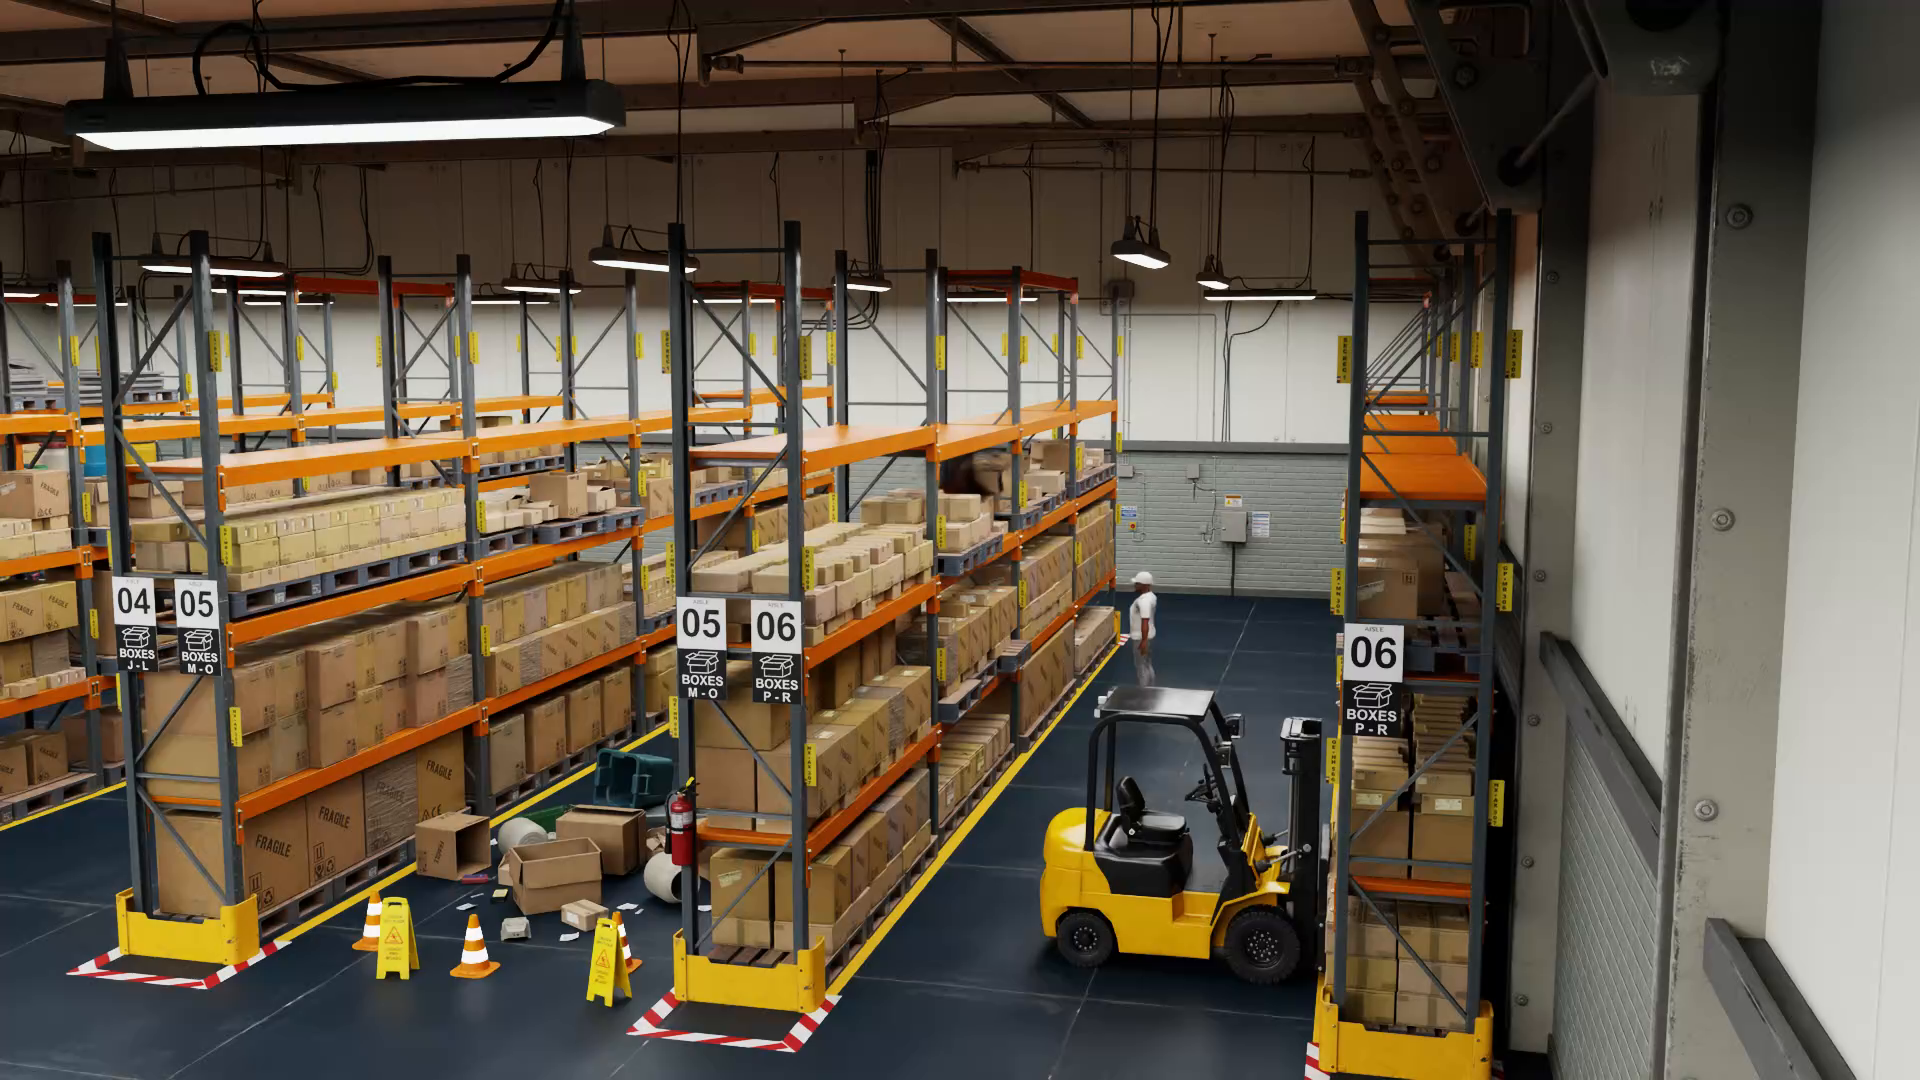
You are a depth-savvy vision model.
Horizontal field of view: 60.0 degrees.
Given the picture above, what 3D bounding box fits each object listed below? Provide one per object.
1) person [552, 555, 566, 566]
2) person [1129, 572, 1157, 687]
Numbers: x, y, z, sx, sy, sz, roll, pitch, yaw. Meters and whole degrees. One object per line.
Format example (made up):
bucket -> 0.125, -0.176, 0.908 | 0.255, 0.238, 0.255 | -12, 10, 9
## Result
person -> -6.593, 1.018, 27.342 | 0.447, 1.642, 0.962 | 2, 7, 19
person -> 2.428, 1.303, 22.076 | 0.358, 1.768, 0.661 | 2, 7, 19
